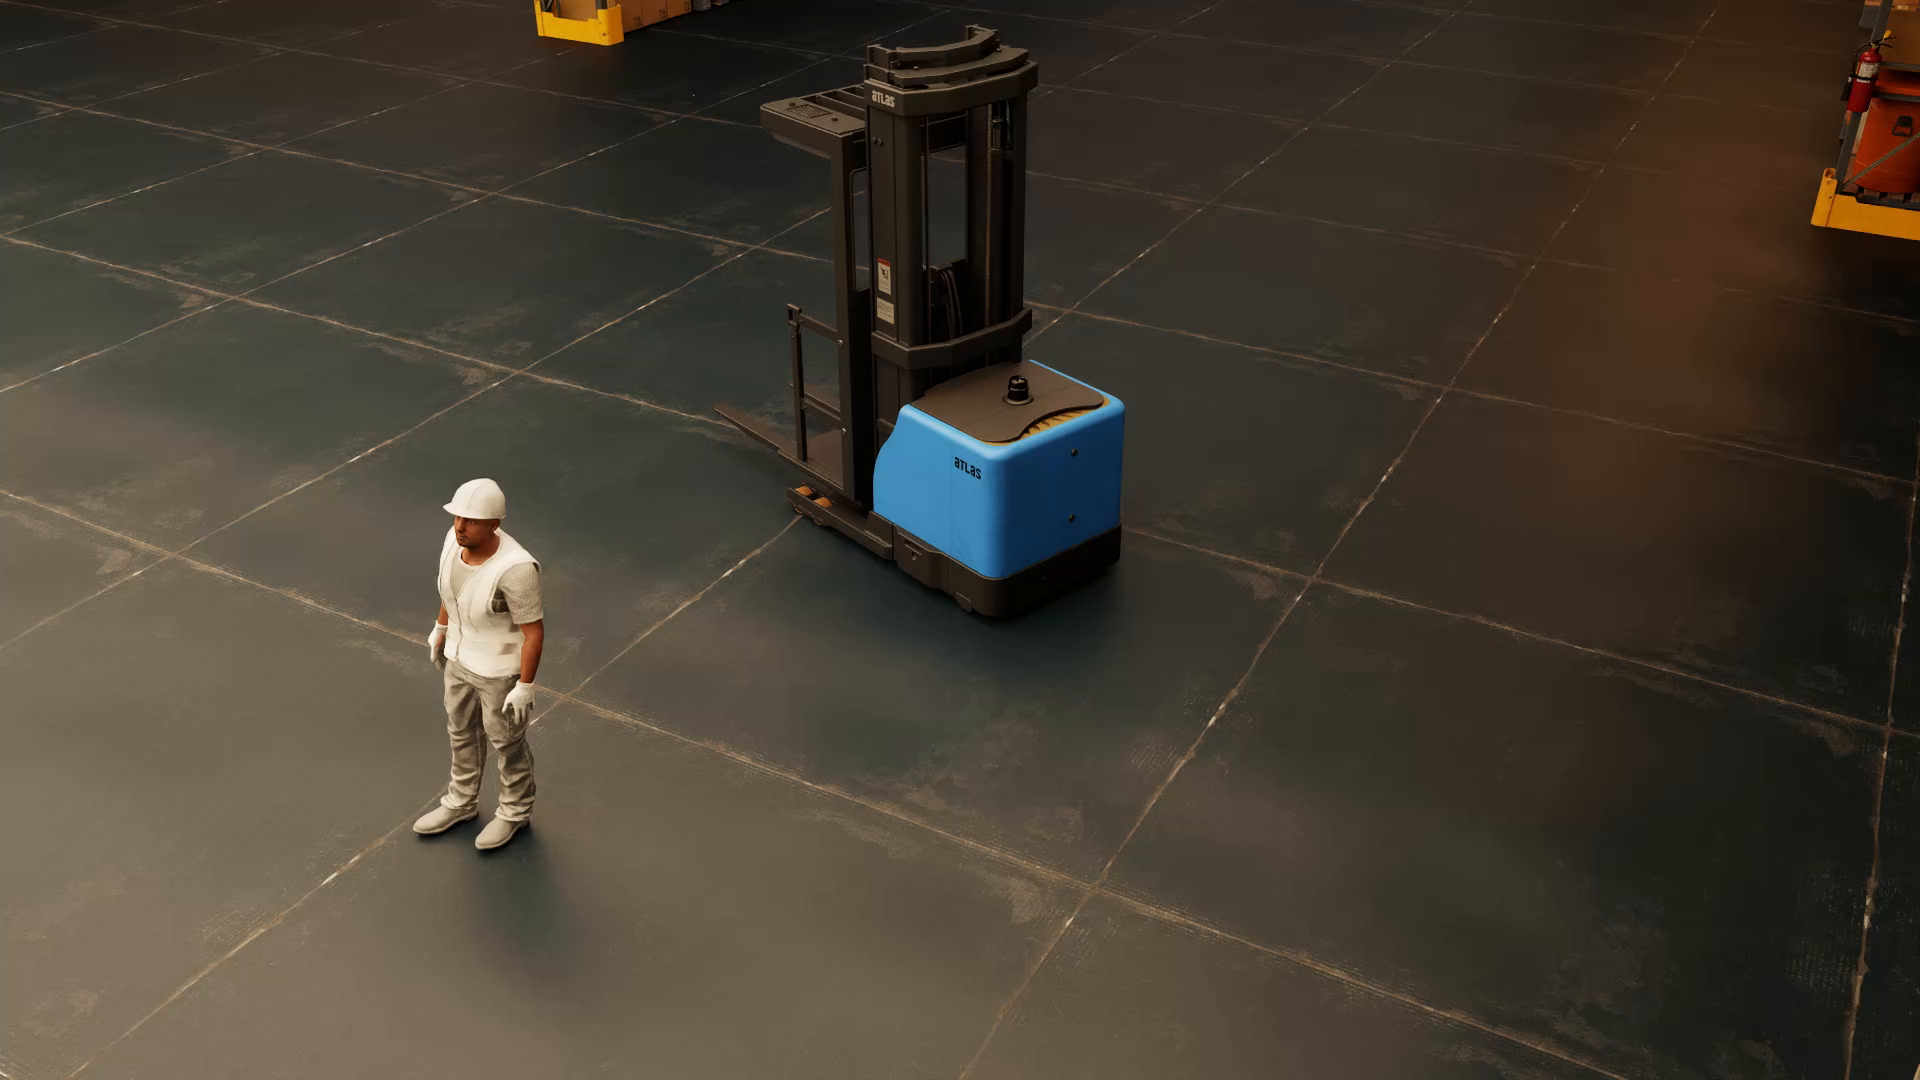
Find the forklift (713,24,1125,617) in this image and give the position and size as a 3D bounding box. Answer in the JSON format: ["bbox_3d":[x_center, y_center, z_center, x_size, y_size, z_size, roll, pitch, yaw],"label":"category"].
[{"bbox_3d":[-0.412,-1.507,9.682,1.130,2.935,3.031,-23,37,-35],"label":"forklift"}]

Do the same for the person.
[{"bbox_3d":[-2.112,0.562,7.231,0.656,1.781,0.577,22,37,34],"label":"person"}]
